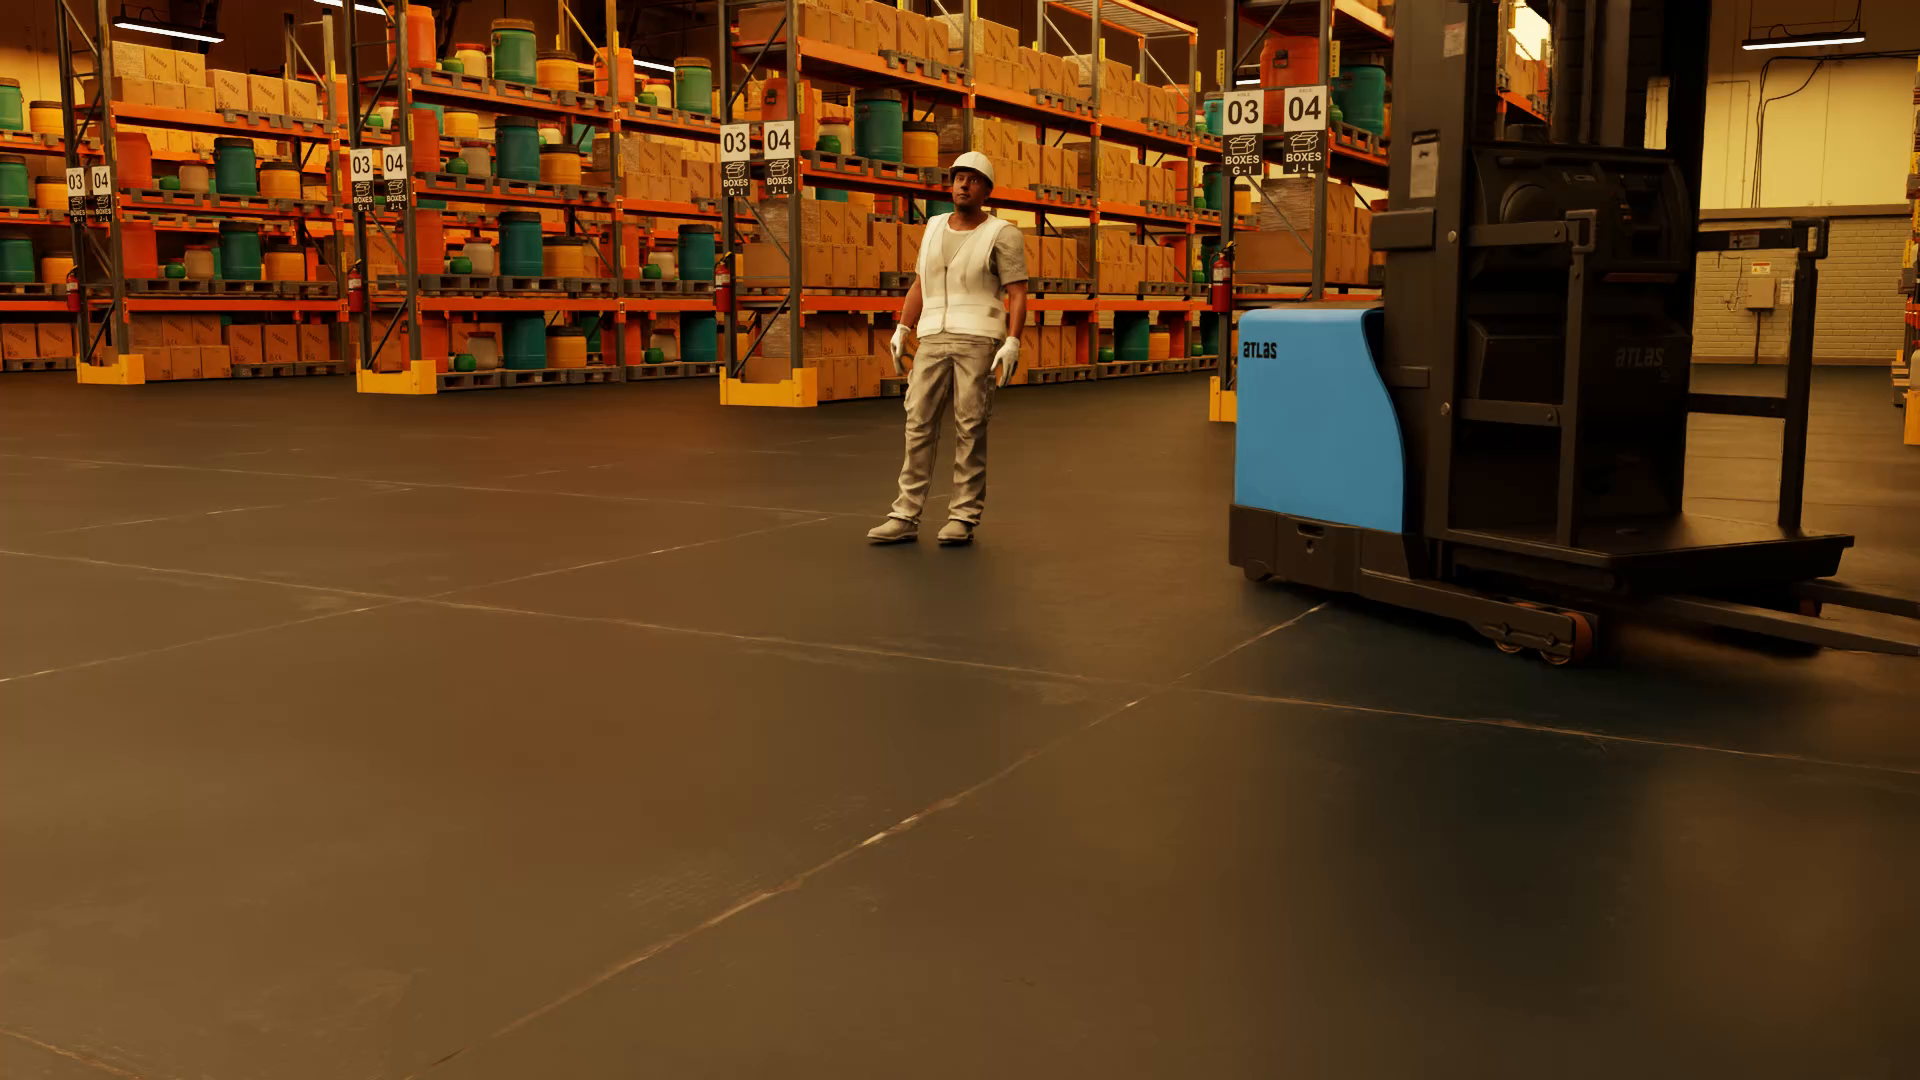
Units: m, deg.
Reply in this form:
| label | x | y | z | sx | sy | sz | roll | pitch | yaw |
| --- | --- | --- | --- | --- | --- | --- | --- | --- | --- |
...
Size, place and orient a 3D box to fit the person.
| label | x | y | z | sx | sy | sz | roll | pitch | yaw |
| --- | --- | --- | --- | --- | --- | --- | --- | --- | --- |
| person | -0.043 | -0.883 | 7.633 | 0.656 | 1.782 | 0.577 | 4 | 9 | 29 |

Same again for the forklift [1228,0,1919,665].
| label | x | y | z | sx | sy | sz | roll | pitch | yaw |
| --- | --- | --- | --- | --- | --- | --- | --- | --- | --- |
| forklift | 2.167 | -1.138 | 5.342 | 1.130 | 2.935 | 3.031 | -4 | 9 | -26 |
